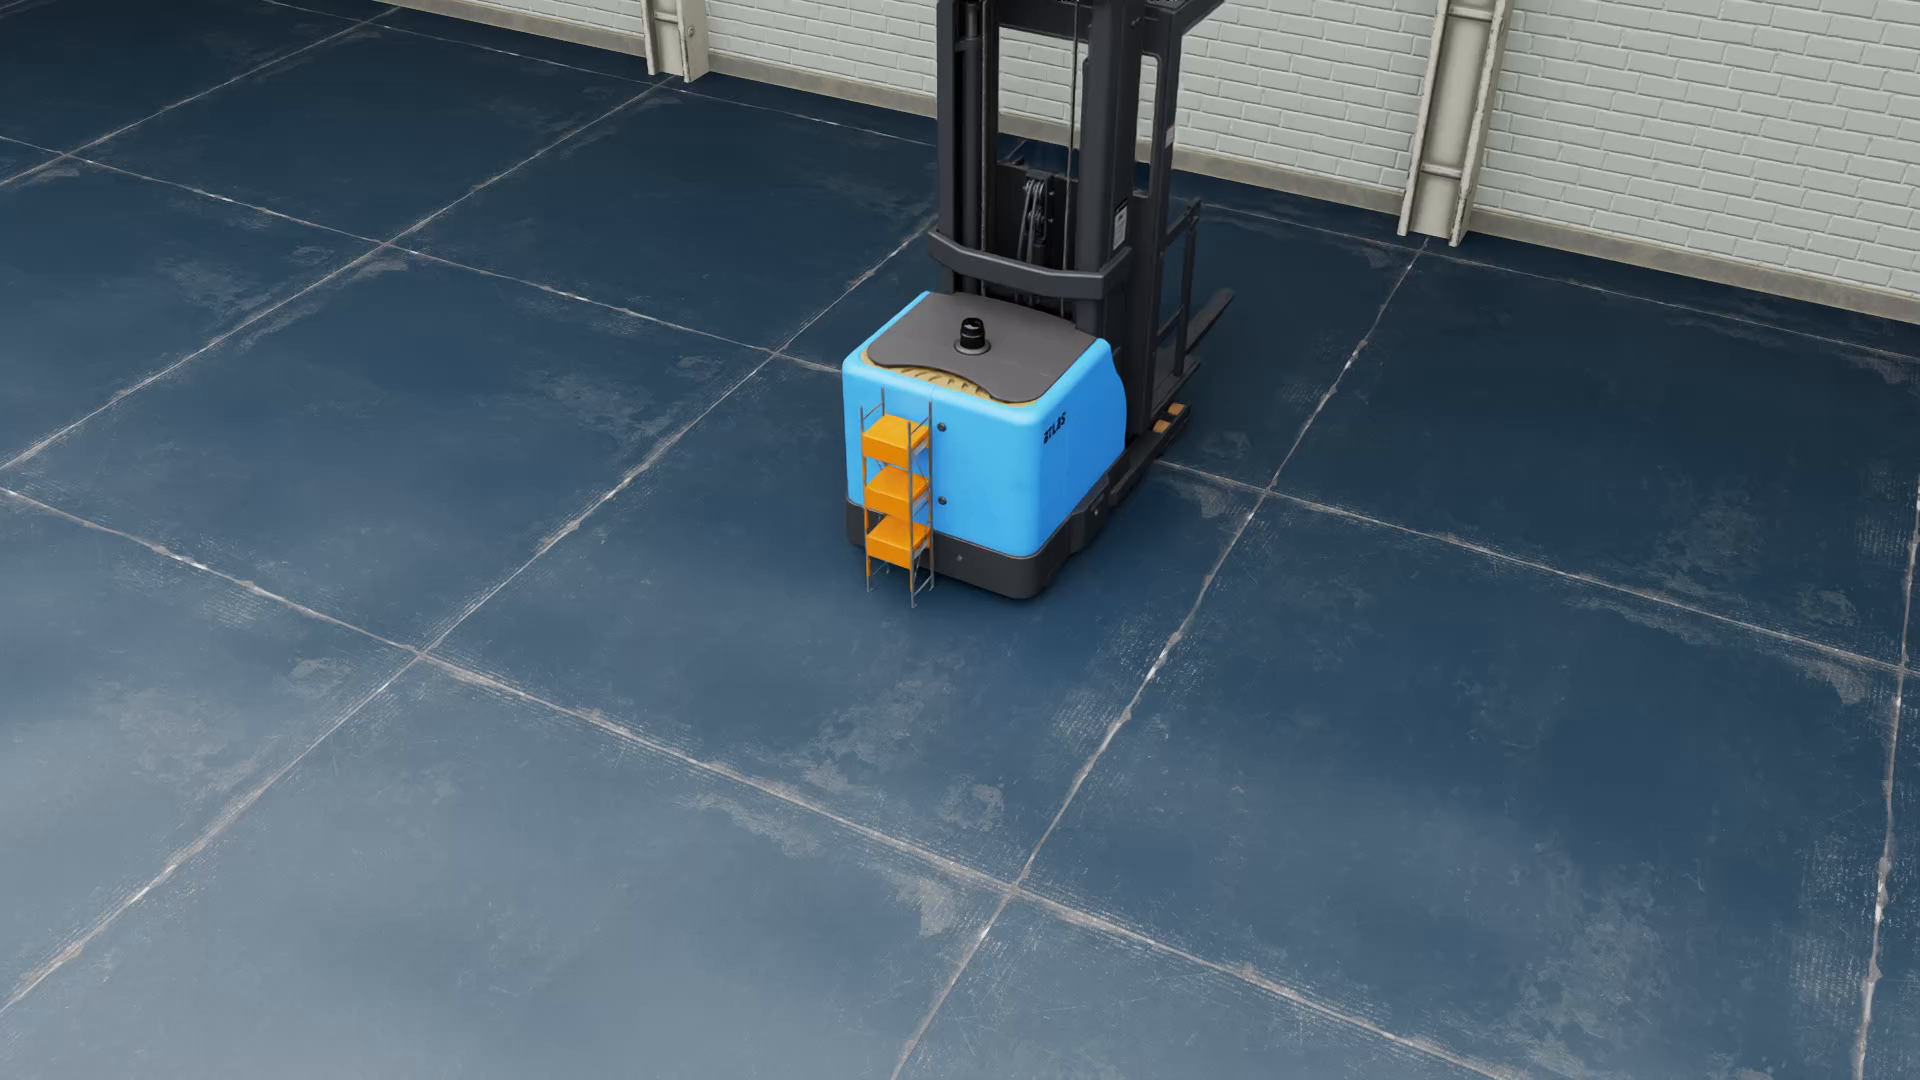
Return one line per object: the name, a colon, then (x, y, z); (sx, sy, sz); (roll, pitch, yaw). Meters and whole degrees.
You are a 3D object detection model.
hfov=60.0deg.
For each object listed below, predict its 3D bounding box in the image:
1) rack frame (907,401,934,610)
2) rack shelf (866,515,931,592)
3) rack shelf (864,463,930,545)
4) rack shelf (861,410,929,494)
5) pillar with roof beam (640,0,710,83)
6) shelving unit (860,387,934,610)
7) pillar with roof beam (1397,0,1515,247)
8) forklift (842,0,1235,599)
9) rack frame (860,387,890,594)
rack frame: (-0.176, -0.143, 7.590); (0.008, 1.050, 0.200); (19, 41, 23)
rack shelf: (-0.283, 0.051, 7.812); (0.240, 0.259, 0.215); (19, 41, 23)
rack shelf: (-0.283, -0.171, 7.644); (0.240, 0.259, 0.215); (19, 41, 23)
rack shelf: (-0.283, -0.397, 7.472); (0.240, 0.259, 0.215); (19, 41, 23)
pillar with roof beam: (-4.194, -4.977, 7.383); (0.400, 9.000, 9.100); (17, 41, 21)
shelving unit: (-0.283, -0.179, 7.637); (0.252, 1.050, 0.215); (19, 41, 23)
pillar with roof beam: (1.134, -3.308, 5.185); (0.400, 9.000, 9.100); (17, 41, 21)
forklift: (0.600, -1.765, 8.171); (1.130, 2.935, 3.031); (19, 41, 23)
rack frame: (-0.389, -0.215, 7.684); (0.008, 1.050, 0.200); (19, 41, 23)
